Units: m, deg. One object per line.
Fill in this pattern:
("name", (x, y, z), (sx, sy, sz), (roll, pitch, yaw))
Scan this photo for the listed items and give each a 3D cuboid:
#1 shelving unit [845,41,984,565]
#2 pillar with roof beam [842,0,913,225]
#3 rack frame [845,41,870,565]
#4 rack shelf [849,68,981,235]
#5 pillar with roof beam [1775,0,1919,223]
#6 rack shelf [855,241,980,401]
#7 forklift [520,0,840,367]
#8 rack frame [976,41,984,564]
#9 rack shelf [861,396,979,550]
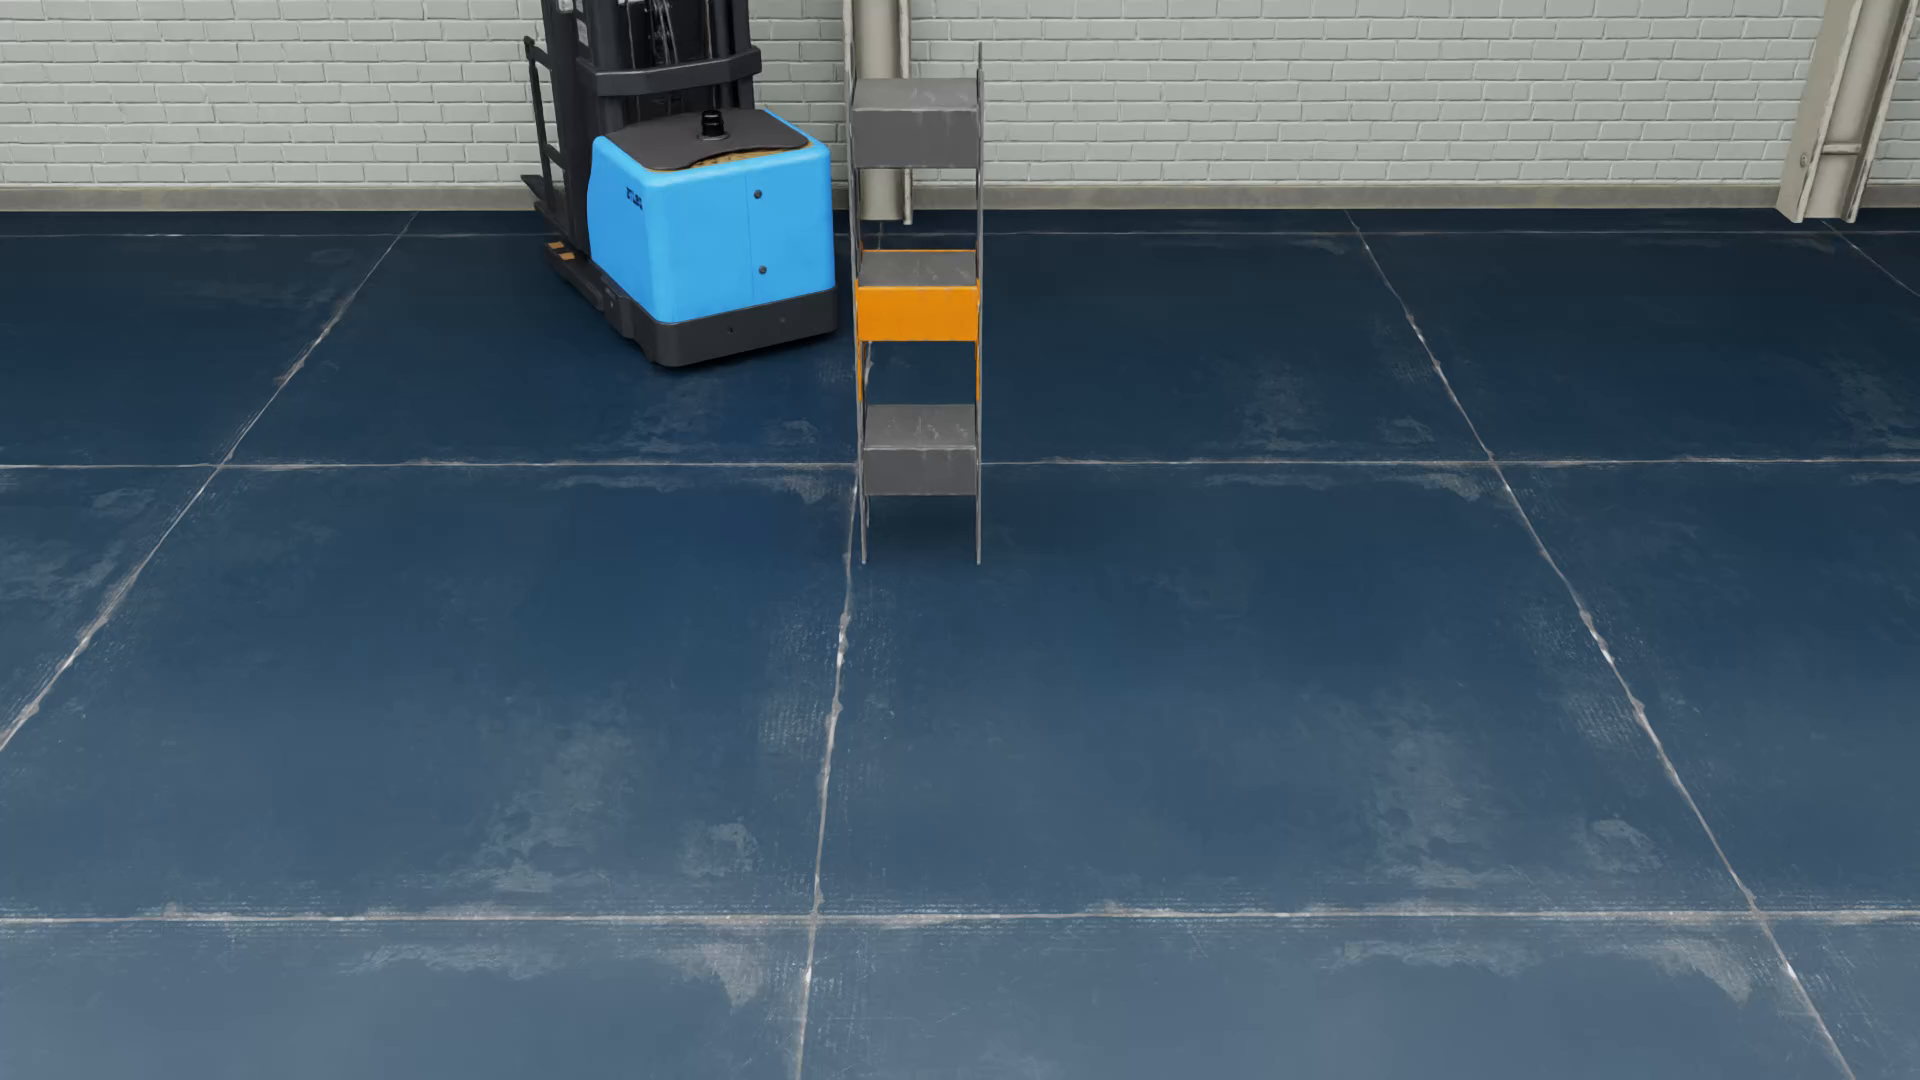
("shelving unit", (-0.166, -0.897, 6.705), (0.503, 2.100, 0.431), (0, 31, 0))
("pillar with roof beam", (-0.475, -3.694, 4.663), (0.400, 9.000, 9.100), (0, 31, 0))
("rack frame", (-0.410, -0.896, 6.703), (0.015, 2.100, 0.400), (0, 31, 0))
("rack shelf", (-0.166, -1.484, 6.348), (0.480, 0.518, 0.431), (0, 31, 0))
("pillar with roof beam", (5.525, -3.712, 4.693), (0.400, 9.000, 9.100), (0, 31, 0))
("rack shelf", (-0.166, -0.886, 6.712), (0.480, 0.518, 0.431), (0, 31, 0))
("forklift", (-1.826, -2.881, 9.172), (1.130, 2.935, 3.031), (-17, 35, -25))
("rack frame", (0.078, -0.898, 6.706), (0.015, 2.100, 0.400), (0, 31, 0))
("rack shelf", (-0.166, -0.287, 7.075), (0.480, 0.518, 0.431), (0, 31, 0))
